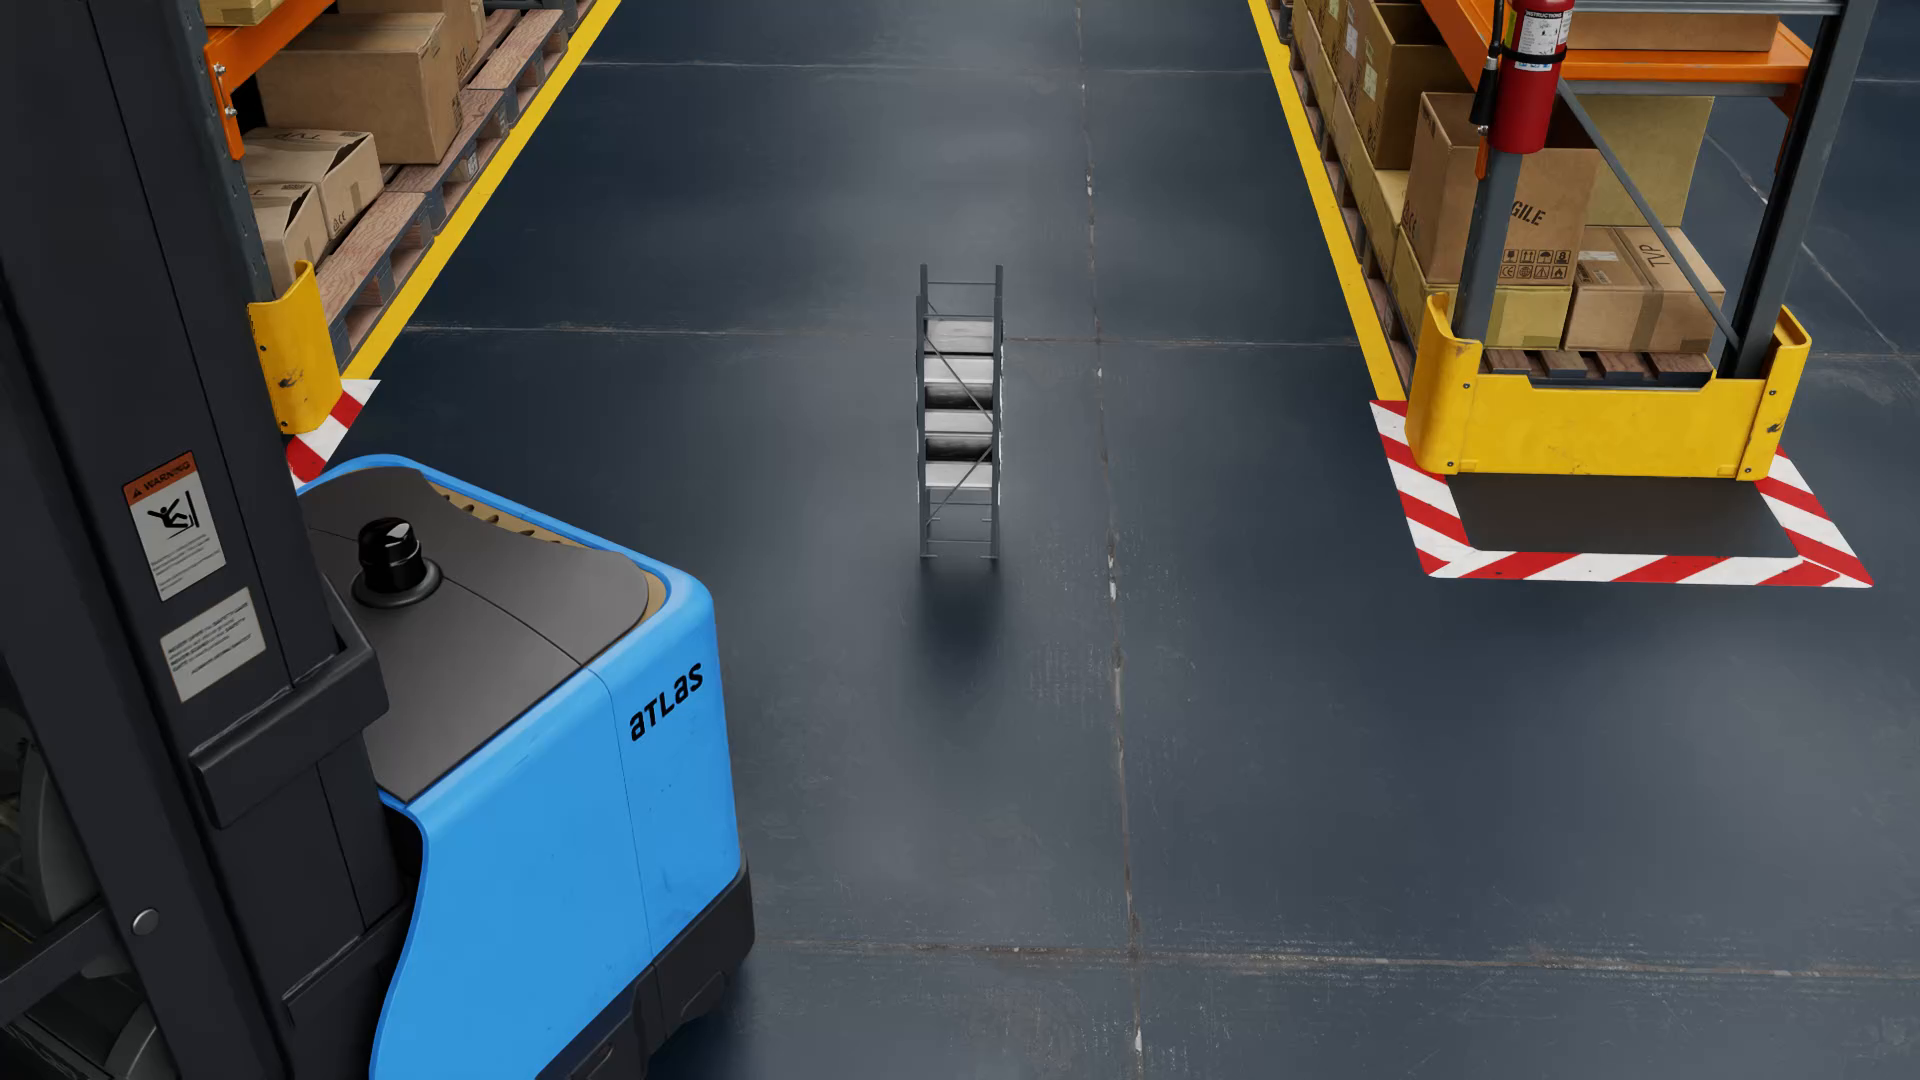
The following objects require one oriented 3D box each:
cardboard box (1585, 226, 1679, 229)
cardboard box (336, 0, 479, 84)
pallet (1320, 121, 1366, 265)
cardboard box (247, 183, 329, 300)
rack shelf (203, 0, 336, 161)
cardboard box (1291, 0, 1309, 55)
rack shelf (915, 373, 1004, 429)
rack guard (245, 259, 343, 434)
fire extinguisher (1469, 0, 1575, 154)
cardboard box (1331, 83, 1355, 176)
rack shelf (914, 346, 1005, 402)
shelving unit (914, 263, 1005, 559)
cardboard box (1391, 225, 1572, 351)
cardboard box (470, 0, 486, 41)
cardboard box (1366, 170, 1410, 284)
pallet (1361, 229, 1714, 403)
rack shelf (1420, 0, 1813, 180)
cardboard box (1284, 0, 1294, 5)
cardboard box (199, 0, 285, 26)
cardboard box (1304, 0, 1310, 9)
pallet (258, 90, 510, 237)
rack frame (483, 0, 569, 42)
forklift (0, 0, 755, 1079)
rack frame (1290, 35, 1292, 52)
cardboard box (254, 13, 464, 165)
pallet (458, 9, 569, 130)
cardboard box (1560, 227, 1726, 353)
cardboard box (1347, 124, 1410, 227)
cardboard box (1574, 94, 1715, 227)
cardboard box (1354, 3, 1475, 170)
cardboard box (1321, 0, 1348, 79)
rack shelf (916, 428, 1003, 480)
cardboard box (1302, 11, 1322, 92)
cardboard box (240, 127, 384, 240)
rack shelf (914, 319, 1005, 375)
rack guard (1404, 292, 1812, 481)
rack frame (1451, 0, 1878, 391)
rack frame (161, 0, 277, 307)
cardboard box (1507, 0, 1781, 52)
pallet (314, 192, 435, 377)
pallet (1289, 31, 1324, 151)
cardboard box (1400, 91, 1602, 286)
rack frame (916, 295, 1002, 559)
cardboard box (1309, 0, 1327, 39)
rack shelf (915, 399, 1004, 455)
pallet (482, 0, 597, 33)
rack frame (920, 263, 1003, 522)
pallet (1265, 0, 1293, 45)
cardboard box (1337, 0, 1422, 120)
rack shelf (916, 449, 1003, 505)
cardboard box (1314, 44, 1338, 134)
[{"bbox_3d":[2.390,-1.187,6.356,0.500,0.250,0.500,1,35,2],"label":"cardboard box"},{"bbox_3d":[-2.661,-2.520,8.019,0.500,0.500,0.500,-1,35,-2],"label":"cardboard box"},{"bbox_3d":[2.170,-1.548,7.269,1.003,0.211,1.213,1,35,2],"label":"pallet"},{"bbox_3d":[-2.702,-1.137,6.215,0.500,0.311,0.500,-2,35,-3],"label":"cardboard box"},{"bbox_3d":[-2.740,-2.517,6.848,1.077,0.370,4.000,1,35,2],"label":"rack shelf"},{"bbox_3d":[1.969,-2.635,8.417,0.500,0.250,0.500,1,35,2],"label":"cardboard box"},{"bbox_3d":[0.000,-0.419,4.965,0.258,0.077,0.200,1,35,2],"label":"rack shelf"},{"bbox_3d":[-2.817,-0.683,5.787,1.175,0.500,0.348,1,35,2],"label":"rack guard"},{"bbox_3d":[1.661,-1.461,4.787,0.296,0.674,0.183,1,35,2],"label":"fire extinguisher"},{"bbox_3d":[1.904,-1.774,7.191,0.500,0.250,0.500,1,35,2],"label":"cardboard box"},{"bbox_3d":[0.000,-0.493,4.914,0.258,0.077,0.200,1,35,2],"label":"rack shelf"},{"bbox_3d":[0.000,-0.373,4.998,0.258,0.900,0.210,1,35,2],"label":"shelving unit"},{"bbox_3d":[1.856,-0.911,5.964,0.500,0.250,0.500,1,35,2],"label":"cardboard box"},{"bbox_3d":[-2.651,-2.673,8.526,0.380,0.166,0.250,-3,35,-4],"label":"cardboard box"},{"bbox_3d":[1.864,-1.199,6.373,0.500,0.250,0.500,1,35,2],"label":"cardboard box"},{"bbox_3d":[2.119,-0.849,6.275,1.003,0.211,1.213,1,35,2],"label":"pallet"},{"bbox_3d":[2.210,-2.404,6.688,1.077,0.370,4.000,1,35,2],"label":"rack shelf"},{"bbox_3d":[2.017,-3.140,9.135,0.500,0.250,0.500,1,35,1],"label":"cardboard box"},{"bbox_3d":[-2.483,-1.882,5.432,0.500,0.250,0.500,0,35,1],"label":"cardboard box"},{"bbox_3d":[1.959,-2.942,8.202,0.500,0.500,0.500,1,35,2],"label":"cardboard box"},{"bbox_3d":[-2.697,-1.730,7.528,1.003,0.211,1.213,1,35,2],"label":"pallet"},{"bbox_3d":[-2.659,-3.960,8.276,1.000,3.000,0.127,1,35,2],"label":"rack frame"},{"bbox_3d":[-1.684,0.330,2.232,1.130,2.935,3.031,20,40,26],"label":"forklift"},{"bbox_3d":[2.290,-3.848,8.116,1.000,3.000,0.127,1,35,2],"label":"rack frame"},{"bbox_3d":[-2.600,-1.963,7.225,0.700,0.500,0.500,-1,35,-1],"label":"cardboard box"},{"bbox_3d":[-2.651,-2.433,8.528,1.003,0.211,1.213,1,35,2],"label":"pallet"},{"bbox_3d":[2.374,-0.899,5.947,0.500,0.250,0.500,1,35,2],"label":"cardboard box"},{"bbox_3d":[1.882,-1.486,6.782,0.500,0.250,0.500,1,35,2],"label":"cardboard box"},{"bbox_3d":[2.392,-1.494,6.140,0.500,0.500,0.500,1,35,2],"label":"cardboard box"},{"bbox_3d":[1.879,-1.793,6.567,0.500,0.500,0.500,1,35,2],"label":"cardboard box"},{"bbox_3d":[1.919,-2.368,7.384,0.500,0.500,0.500,1,35,2],"label":"cardboard box"},{"bbox_3d":[0.000,-0.272,5.069,0.258,0.077,0.200,1,35,2],"label":"rack shelf"},{"bbox_3d":[1.944,-2.348,8.008,0.500,0.250,0.500,1,35,2],"label":"cardboard box"},{"bbox_3d":[-2.679,-1.465,6.681,0.500,0.311,0.500,4,35,6],"label":"cardboard box"},{"bbox_3d":[0.000,-0.566,4.862,0.258,0.077,0.200,1,35,2],"label":"rack shelf"},{"bbox_3d":[2.129,-0.513,5.545,1.175,0.500,0.348,1,35,2],"label":"rack guard"},{"bbox_3d":[2.130,-1.550,4.846,1.000,3.000,0.127,1,35,2],"label":"rack frame"},{"bbox_3d":[-2.820,-1.662,5.006,1.000,3.000,0.127,1,35,2],"label":"rack frame"},{"bbox_3d":[2.161,-1.859,5.199,0.700,0.500,0.500,1,35,2],"label":"cardboard box"},{"bbox_3d":[-2.749,-1.031,6.533,1.003,0.211,1.213,1,35,2],"label":"pallet"},{"bbox_3d":[2.217,-2.251,8.269,1.003,0.211,1.213,1,35,2],"label":"pallet"},{"bbox_3d":[1.854,-1.218,5.749,0.500,0.500,0.500,1,35,2],"label":"cardboard box"},{"bbox_3d":[-0.004,-0.314,4.915,0.240,0.900,0.006,1,35,2],"label":"rack frame"},{"bbox_3d":[1.947,-2.655,7.793,0.500,0.500,0.500,1,35,2],"label":"cardboard box"},{"bbox_3d":[0.000,-0.346,5.017,0.258,0.077,0.200,1,35,2],"label":"rack shelf"},{"bbox_3d":[-2.630,-3.267,9.714,1.003,0.211,1.213,1,35,2],"label":"pallet"},{"bbox_3d":[0.004,-0.431,5.081,0.240,0.900,0.006,1,35,2],"label":"rack frame"},{"bbox_3d":[2.281,-3.131,9.522,1.003,0.211,1.213,1,35,2],"label":"pallet"},{"bbox_3d":[1.901,-2.080,6.975,0.500,0.500,0.500,1,35,2],"label":"cardboard box"},{"bbox_3d":[0.000,-0.198,5.121,0.258,0.077,0.200,1,35,2],"label":"rack shelf"},{"bbox_3d":[1.918,-2.061,7.600,0.500,0.250,0.500,1,35,2],"label":"cardboard box"}]
